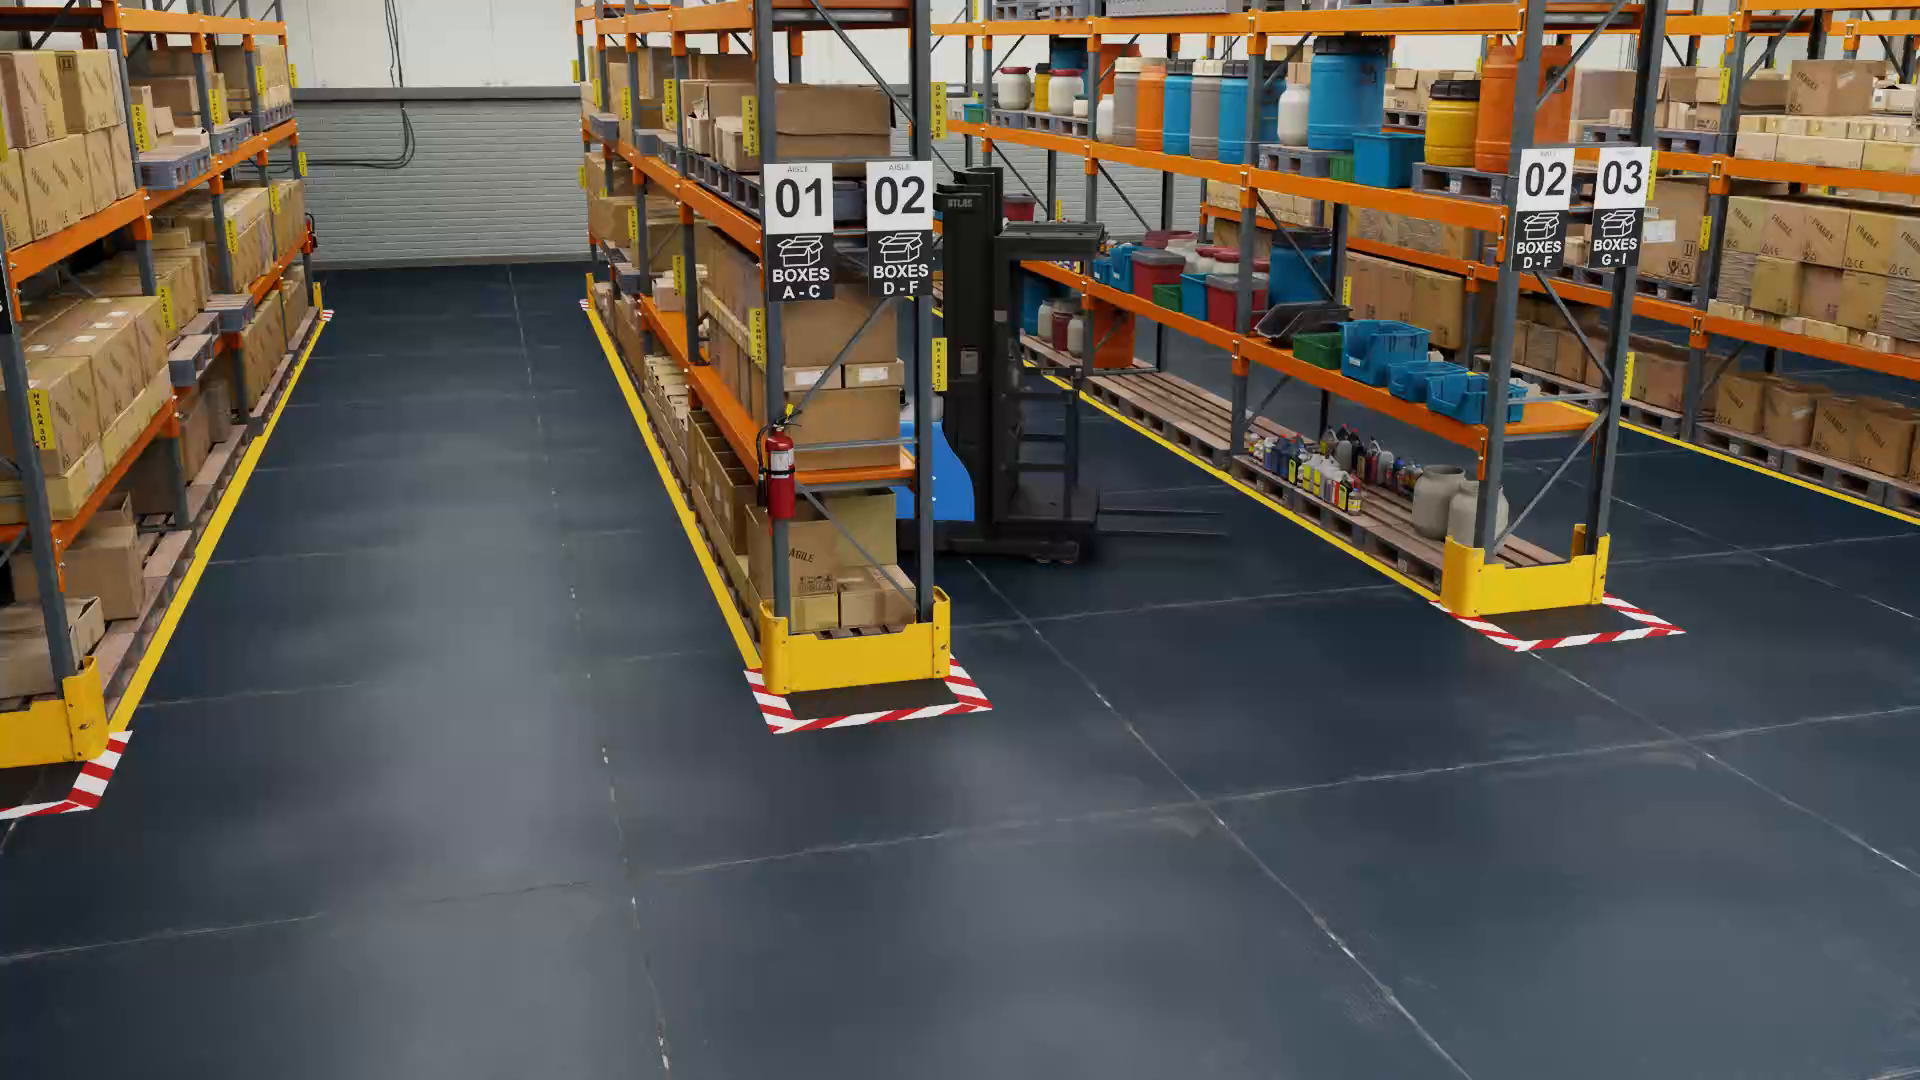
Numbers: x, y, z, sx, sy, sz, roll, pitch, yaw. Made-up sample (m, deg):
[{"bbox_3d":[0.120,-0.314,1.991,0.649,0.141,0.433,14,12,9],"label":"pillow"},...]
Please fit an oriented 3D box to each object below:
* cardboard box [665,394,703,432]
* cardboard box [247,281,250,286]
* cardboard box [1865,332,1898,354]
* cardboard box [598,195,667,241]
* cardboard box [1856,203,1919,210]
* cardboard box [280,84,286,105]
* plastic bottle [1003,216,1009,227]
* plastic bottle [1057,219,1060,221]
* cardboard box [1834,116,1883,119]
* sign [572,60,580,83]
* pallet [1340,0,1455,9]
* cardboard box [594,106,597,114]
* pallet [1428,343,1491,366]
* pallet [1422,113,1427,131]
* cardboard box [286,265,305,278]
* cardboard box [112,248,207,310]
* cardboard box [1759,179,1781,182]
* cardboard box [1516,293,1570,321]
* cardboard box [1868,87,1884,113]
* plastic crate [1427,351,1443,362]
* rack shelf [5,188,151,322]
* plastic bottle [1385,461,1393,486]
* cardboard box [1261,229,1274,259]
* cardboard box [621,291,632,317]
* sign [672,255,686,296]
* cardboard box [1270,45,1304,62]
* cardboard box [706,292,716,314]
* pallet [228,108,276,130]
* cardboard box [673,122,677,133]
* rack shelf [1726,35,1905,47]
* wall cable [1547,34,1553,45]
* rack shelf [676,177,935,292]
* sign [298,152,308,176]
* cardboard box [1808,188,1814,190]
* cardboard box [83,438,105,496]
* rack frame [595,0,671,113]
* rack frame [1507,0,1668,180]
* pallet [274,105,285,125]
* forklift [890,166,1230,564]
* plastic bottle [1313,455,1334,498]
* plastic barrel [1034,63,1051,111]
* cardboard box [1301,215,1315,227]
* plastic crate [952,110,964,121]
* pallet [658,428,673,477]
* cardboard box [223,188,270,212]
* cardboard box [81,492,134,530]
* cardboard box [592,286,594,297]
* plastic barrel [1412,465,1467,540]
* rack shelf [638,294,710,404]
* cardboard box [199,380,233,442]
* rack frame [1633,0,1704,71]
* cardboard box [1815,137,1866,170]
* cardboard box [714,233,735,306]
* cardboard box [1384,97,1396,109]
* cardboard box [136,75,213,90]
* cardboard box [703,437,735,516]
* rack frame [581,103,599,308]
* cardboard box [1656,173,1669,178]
[{"bbox_3d":[-2.435,-1.208,15.334,0.500,0.311,0.500,-5,17,-15],"label":"cardboard box"},{"bbox_3d":[-7.925,-2.820,18.027,0.380,0.149,0.250,-5,17,-15],"label":"cardboard box"},{"bbox_3d":[8.071,-1.709,14.363,0.380,0.149,0.250,-5,17,-15],"label":"cardboard box"},{"bbox_3d":[-4.047,-3.997,20.641,0.700,0.500,0.500,-12,20,-34],"label":"cardboard box"},{"bbox_3d":[8.426,-2.756,14.984,0.500,0.500,0.500,-5,17,-15],"label":"cardboard box"},{"bbox_3d":[-9.223,-5.899,22.019,0.500,0.250,0.500,-5,18,-17],"label":"cardboard box"},{"bbox_3d":[0.598,-4.130,22.072,0.144,0.351,0.185,-5,17,-15],"label":"plastic bottle"},{"bbox_3d":[1.281,-3.973,21.550,0.144,0.351,0.185,-5,17,-15],"label":"plastic bottle"},{"bbox_3d":[8.267,-3.811,15.279,0.380,0.149,0.250,-6,18,-18],"label":"cardboard box"},{"bbox_3d":[-5.583,-6.816,24.194,0.100,0.325,0.005,-5,17,-15],"label":"sign"},{"bbox_3d":[3.592,-4.102,12.489,1.003,0.211,1.213,-5,17,-15],"label":"pallet"},{"bbox_3d":[-4.479,-5.514,21.642,0.500,0.250,0.500,-5,17,-15],"label":"cardboard box"},{"bbox_3d":[6.519,-2.461,21.278,1.003,0.211,1.213,-5,17,-15],"label":"pallet"},{"bbox_3d":[6.435,-5.093,20.306,1.213,0.211,1.003,-4,17,-13],"label":"pallet"},{"bbox_3d":[-9.324,-3.718,23.104,0.380,0.149,0.250,-5,17,-16],"label":"cardboard box"},{"bbox_3d":[-7.307,-2.375,15.205,0.700,0.500,0.500,-6,18,-20],"label":"cardboard box"},{"bbox_3d":[14.137,-6.182,28.643,0.500,0.500,0.500,-5,17,-16],"label":"cardboard box"},{"bbox_3d":[6.876,-2.762,19.711,0.500,0.250,0.500,-4,17,-13],"label":"cardboard box"},{"bbox_3d":[11.559,-5.600,21.494,0.500,0.500,0.500,-5,17,-15],"label":"cardboard box"},{"bbox_3d":[3.690,-1.519,13.754,0.530,0.136,0.437,-5,17,-15],"label":"plastic crate"},{"bbox_3d":[-5.976,-1.830,10.367,1.077,0.370,4.000,-5,17,-15],"label":"rack shelf"},{"bbox_3d":[3.695,-0.572,14.240,0.097,0.201,0.097,0,17,0],"label":"plastic bottle"},{"bbox_3d":[5.212,-4.300,25.518,0.875,0.875,0.875,-5,17,-15],"label":"cardboard box"},{"bbox_3d":[-3.789,-2.840,19.969,0.500,0.250,0.500,-5,17,-15],"label":"cardboard box"},{"bbox_3d":[-2.283,-2.155,13.537,0.100,0.325,0.005,-5,17,-15],"label":"sign"},{"bbox_3d":[5.010,-7.319,25.007,0.500,0.250,0.500,-5,18,-17],"label":"cardboard box"},{"bbox_3d":[-1.807,-1.883,13.207,0.380,0.149,0.250,-4,17,-14],"label":"cardboard box"},{"bbox_3d":[-8.939,-5.125,20.241,1.003,0.211,1.213,-5,17,-15],"label":"pallet"},{"bbox_3d":[-2.523,-4.092,16.176,0.500,0.250,0.500,-4,17,-14],"label":"cardboard box"},{"bbox_3d":[14.542,-8.353,27.563,1.077,0.370,4.000,-5,17,-15],"label":"rack shelf"},{"bbox_3d":[12.159,-10.993,34.407,0.463,3.000,0.029,-5,17,-15],"label":"wall cable"},{"bbox_3d":[-1.214,-2.223,11.674,1.077,0.370,4.000,-5,17,-15],"label":"rack shelf"},{"bbox_3d":[-9.298,-5.318,23.516,0.100,0.325,0.005,-5,17,-15],"label":"sign"},{"bbox_3d":[11.307,-4.661,22.428,0.380,0.149,0.250,-5,18,-18],"label":"cardboard box"},{"bbox_3d":[-5.412,-0.425,9.880,0.500,0.250,0.500,-5,18,-17],"label":"cardboard box"},{"bbox_3d":[-3.962,-6.770,20.348,1.000,3.000,0.127,-5,17,-15],"label":"rack frame"},{"bbox_3d":[4.099,-3.841,10.598,1.000,3.000,0.127,-5,17,-15],"label":"rack frame"},{"bbox_3d":[-9.271,-5.462,21.362,1.003,0.211,1.213,-5,17,-15],"label":"pallet"},{"bbox_3d":[0.620,-1.382,12.959,3.031,2.935,1.130,2,17,7],"label":"forklift"},{"bbox_3d":[3.043,-0.539,13.873,0.144,0.351,0.185,-4,17,-13],"label":"plastic bottle"},{"bbox_3d":[1.247,-5.779,21.205,0.600,0.588,0.600,0,17,0],"label":"plastic barrel"},{"bbox_3d":[5.165,-4.617,24.046,0.380,0.149,0.250,-5,17,-15],"label":"cardboard box"},{"bbox_3d":[0.086,-5.919,23.189,0.293,0.136,0.466,-5,17,-15],"label":"plastic crate"},{"bbox_3d":[-2.343,-0.887,16.039,1.003,0.211,1.213,-5,17,-15],"label":"pallet"},{"bbox_3d":[-8.350,-3.954,19.373,0.500,0.250,0.500,-4,17,-14],"label":"cardboard box"},{"bbox_3d":[-6.202,-0.021,11.888,0.500,0.500,0.500,-6,18,-19],"label":"cardboard box"},{"bbox_3d":[-5.277,-3.706,24.765,0.380,0.149,0.250,-5,17,-15],"label":"cardboard box"},{"bbox_3d":[3.707,-0.292,12.806,0.421,0.512,0.421,0,17,0],"label":"plastic barrel"},{"bbox_3d":[-2.313,-1.893,15.789,1.077,0.370,4.000,-5,17,-15],"label":"rack shelf"},{"bbox_3d":[-7.377,-1.216,15.867,0.700,0.500,0.500,-4,17,-14],"label":"cardboard box"},{"bbox_3d":[10.360,-7.916,24.164,1.000,3.000,0.127,-5,17,-15],"label":"rack frame"},{"bbox_3d":[7.916,-3.402,14.610,0.500,0.250,0.500,-5,18,-17],"label":"cardboard box"},{"bbox_3d":[-1.496,-2.091,12.771,0.700,0.500,0.500,-5,17,-15],"label":"cardboard box"},{"bbox_3d":[5.829,-5.773,21.948,0.380,0.149,0.250,-5,18,-18],"label":"cardboard box"},{"bbox_3d":[-8.297,-4.655,17.582,0.700,0.500,0.500,-5,17,-15],"label":"cardboard box"},{"bbox_3d":[-1.662,-0.498,12.641,0.500,0.500,0.500,-5,17,-15],"label":"cardboard box"},{"bbox_3d":[-5.062,-5.003,24.894,1.000,3.000,0.127,-5,17,-15],"label":"rack frame"},{"bbox_3d":[10.467,-5.390,25.492,0.500,0.500,0.500,-5,17,-16],"label":"cardboard box"}]
